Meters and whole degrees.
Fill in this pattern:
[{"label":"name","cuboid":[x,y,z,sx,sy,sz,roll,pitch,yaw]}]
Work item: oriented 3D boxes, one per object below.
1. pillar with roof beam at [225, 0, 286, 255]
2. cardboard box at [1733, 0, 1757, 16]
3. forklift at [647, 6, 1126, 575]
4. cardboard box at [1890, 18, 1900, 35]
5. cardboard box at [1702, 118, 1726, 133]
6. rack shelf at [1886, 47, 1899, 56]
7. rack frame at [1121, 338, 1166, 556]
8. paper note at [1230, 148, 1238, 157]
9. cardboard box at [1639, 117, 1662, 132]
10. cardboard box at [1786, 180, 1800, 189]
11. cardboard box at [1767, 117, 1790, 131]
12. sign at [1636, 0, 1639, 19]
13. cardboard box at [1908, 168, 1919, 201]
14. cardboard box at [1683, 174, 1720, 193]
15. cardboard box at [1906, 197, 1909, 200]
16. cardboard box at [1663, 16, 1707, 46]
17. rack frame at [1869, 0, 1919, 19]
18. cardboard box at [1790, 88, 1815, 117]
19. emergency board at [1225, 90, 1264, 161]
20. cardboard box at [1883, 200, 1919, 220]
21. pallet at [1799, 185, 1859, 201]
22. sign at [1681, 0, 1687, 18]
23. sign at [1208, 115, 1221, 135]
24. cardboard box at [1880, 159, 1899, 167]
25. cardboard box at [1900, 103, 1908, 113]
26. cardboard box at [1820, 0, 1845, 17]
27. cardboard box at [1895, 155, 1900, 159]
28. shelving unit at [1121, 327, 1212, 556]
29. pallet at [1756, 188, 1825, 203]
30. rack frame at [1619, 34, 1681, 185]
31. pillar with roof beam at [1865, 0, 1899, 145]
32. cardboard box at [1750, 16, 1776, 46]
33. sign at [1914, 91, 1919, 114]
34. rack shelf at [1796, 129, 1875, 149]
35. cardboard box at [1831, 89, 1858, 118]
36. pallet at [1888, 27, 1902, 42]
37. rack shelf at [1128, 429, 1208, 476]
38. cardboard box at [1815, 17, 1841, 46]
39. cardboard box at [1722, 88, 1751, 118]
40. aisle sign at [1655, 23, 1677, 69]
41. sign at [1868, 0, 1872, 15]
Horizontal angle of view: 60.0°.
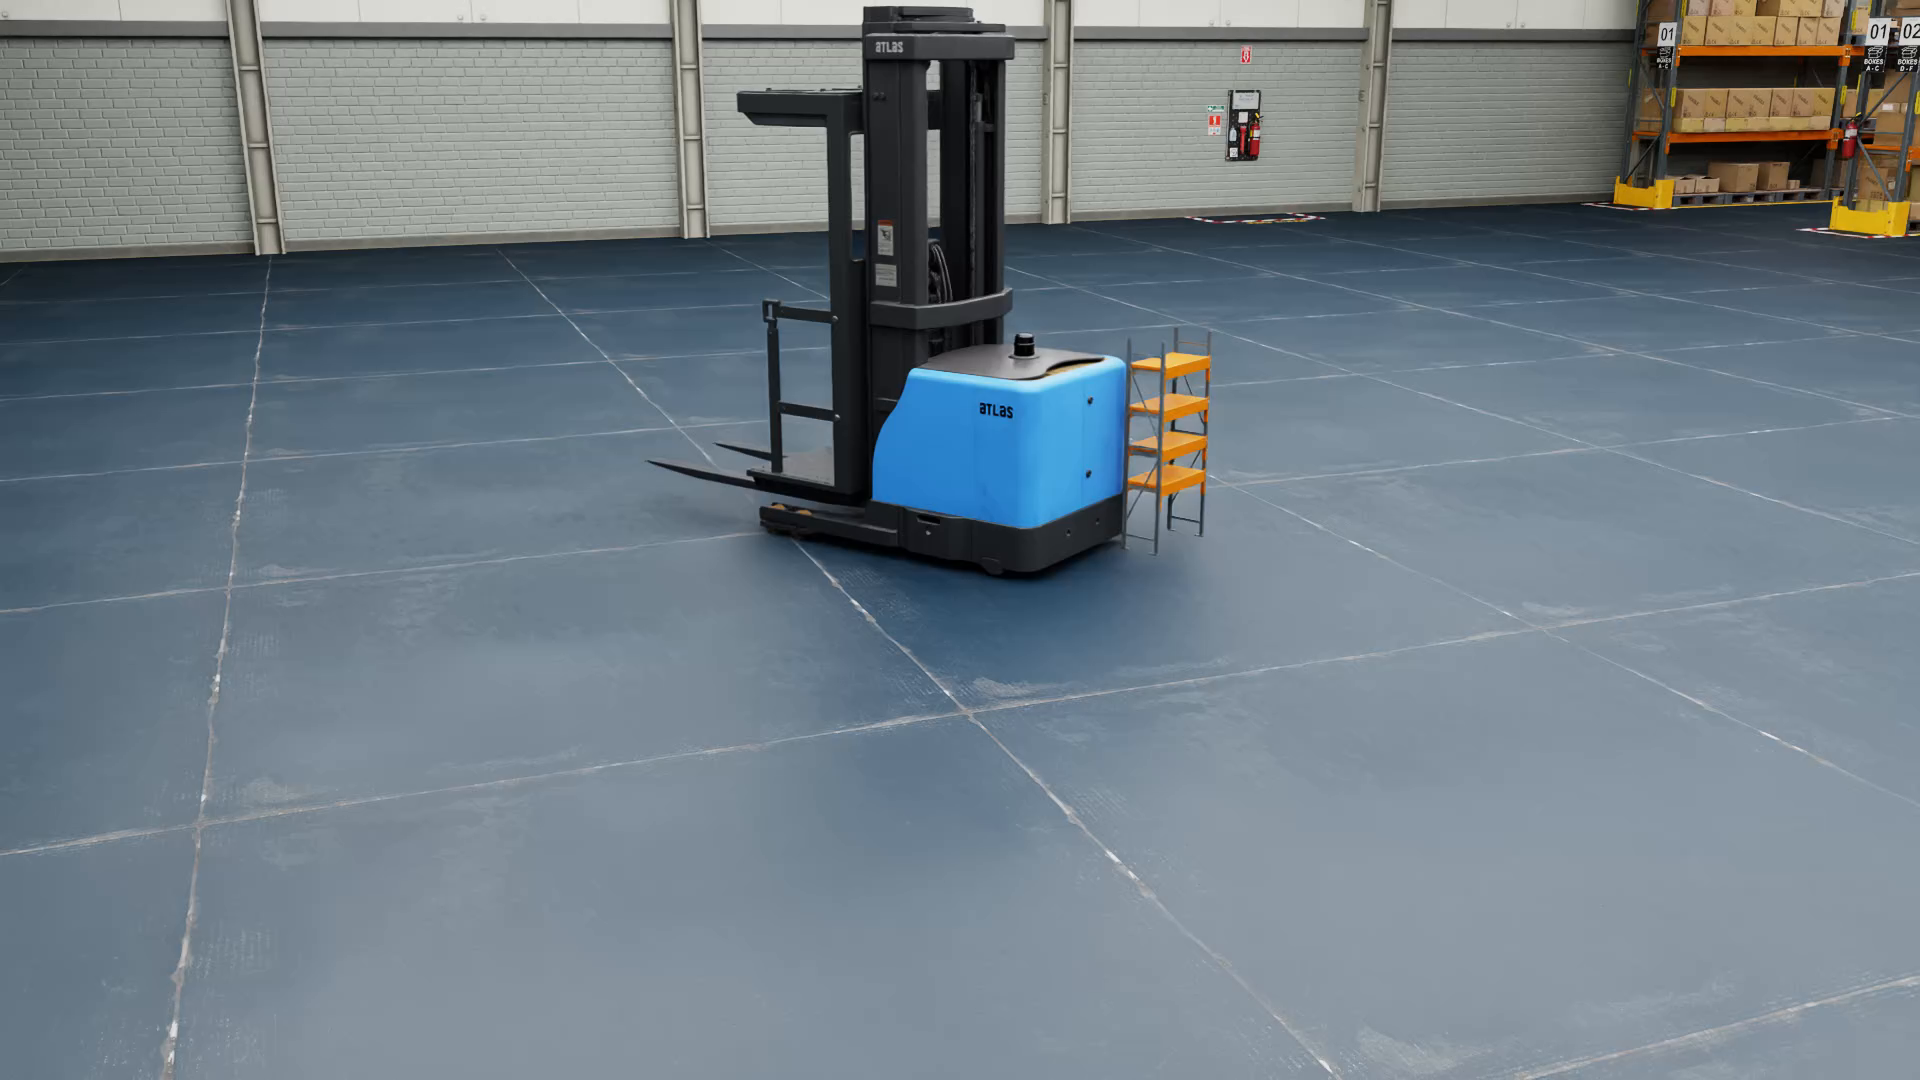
[{"label":"pillar with roof beam","cuboid":[-8.093,-7.193,18.121,0.400,9.000,9.100,-6,17,-20]},{"label":"cardboard box","cuboid":[13.841,-9.612,29.695,0.500,0.500,0.500,-6,17,-19]},{"label":"forklift","cuboid":[-0.558,-1.524,9.587,3.031,2.935,1.130,11,20,34]},{"label":"cardboard box","cuboid":[17.283,-9.666,31.280,0.500,0.311,0.500,-6,17,-18]},{"label":"cardboard box","cuboid":[13.483,-7.528,30.141,0.500,0.250,0.500,-7,18,-22]},{"label":"rack shelf","cuboid":[16.077,-7.561,25.976,4.000,0.370,1.077,-6,17,-20]},{"label":"rack frame","cuboid":[1.013,-0.508,9.198,0.240,1.200,0.015,13,21,37]},{"label":"paper note","cuboid":[4.664,-6.600,28.314,0.142,0.148,0.016,-6,17,-20]},{"label":"cardboard box","cuboid":[12.801,-7.604,30.401,0.500,0.250,0.500,-6,17,-19]},{"label":"cardboard box","cuboid":[15.680,-6.762,31.548,0.250,0.166,0.380,-9,18,-27]},{"label":"cardboard box","cuboid":[14.903,-7.679,30.655,0.500,0.250,0.500,-6,17,-20]},{"label":"sign","cuboid":[12.254,-9.581,30.005,0.005,0.325,0.100,-6,17,-20]},{"label":"cardboard box","cuboid":[15.256,-5.554,25.992,0.500,0.500,0.500,-6,17,-20]},{"label":"cardboard box","cuboid":[13.644,-6.593,30.718,0.500,0.311,0.500,-5,17,-15]},{"label":"cardboard box","cuboid":[15.067,-5.333,26.571,0.500,0.250,0.500,-6,17,-20]},{"label":"cardboard box","cuboid":[12.836,-9.033,29.499,0.500,0.500,0.500,-6,17,-19]},{"label":"rack frame","cuboid":[14.210,-9.144,24.766,0.127,3.000,1.000,-6,17,-20]},{"label":"cardboard box","cuboid":[15.374,-8.088,30.718,0.500,0.500,0.500,-6,17,-20]},{"label":"emergency board","cuboid":[4.854,-7.023,28.189,0.643,1.169,0.194,-6,17,-20]},{"label":"cardboard box","cuboid":[14.790,-5.143,25.924,0.500,0.250,0.500,-6,17,-20]},{"label":"pallet","cuboid":[16.895,-6.713,32.083,1.213,0.211,1.003,-6,17,-20]},{"label":"sign","cuboid":[12.628,-9.284,29.016,0.005,0.325,0.100,-6,17,-20]},{"label":"sign","cuboid":[4.301,-7.011,28.087,0.234,0.329,0.001,-6,17,-20]},{"label":"cardboard box","cuboid":[17.806,-7.168,32.341,0.500,0.500,0.700,-6,17,-19]},{"label":"cardboard box","cuboid":[14.653,-6.608,25.447,0.250,0.149,0.380,-6,18,-20]},{"label":"cardboard box","cuboid":[15.798,-9.827,30.426,0.500,0.500,0.500,-8,18,-25]},{"label":"cardboard box","cuboid":[18.217,-7.566,32.365,0.500,0.250,0.500,-6,17,-20]},{"label":"shelving unit","cuboid":[1.165,-0.562,9.381,0.258,1.200,0.503,13,21,37]},{"label":"pallet","cuboid":[15.554,-6.557,31.552,1.213,0.211,1.003,-6,17,-20]},{"label":"rack frame","cuboid":[12.434,-7.569,30.048,0.127,3.000,1.000,-6,17,-20]},{"label":"pillar with roof beam","cuboid":[19.921,-10.217,28.421,0.400,9.000,9.100,-6,17,-20]},{"label":"cardboard box","cuboid":[14.326,-9.191,30.037,0.500,0.500,0.500,-5,17,-17]},{"label":"sign","cuboid":[14.403,-6.572,24.979,0.005,0.325,0.100,-6,17,-20]},{"label":"rack shelf","cuboid":[18.037,-7.828,32.209,4.000,0.370,1.077,-6,17,-20]},{"label":"cardboard box","cuboid":[16.656,-8.273,31.490,0.500,0.500,0.700,-6,17,-20]},{"label":"pallet","cuboid":[14.879,-7.727,25.420,1.213,0.211,1.003,-6,17,-20]},{"label":"rack shelf","cuboid":[1.165,-0.497,9.400,0.258,0.148,0.480,13,21,37]},{"label":"cardboard box","cuboid":[15.783,-9.352,30.586,0.500,0.500,0.500,-6,17,-19]},{"label":"cardboard box","cuboid":[13.937,-7.933,30.188,0.500,0.500,0.500,-7,18,-22]},{"label":"aisle sign","cuboid":[12.474,-8.730,29.388,0.004,0.787,0.394,-6,17,-20]},{"label":"sign","cuboid":[14.029,-8.236,25.566,0.005,0.325,0.100,-6,17,-20]}]
